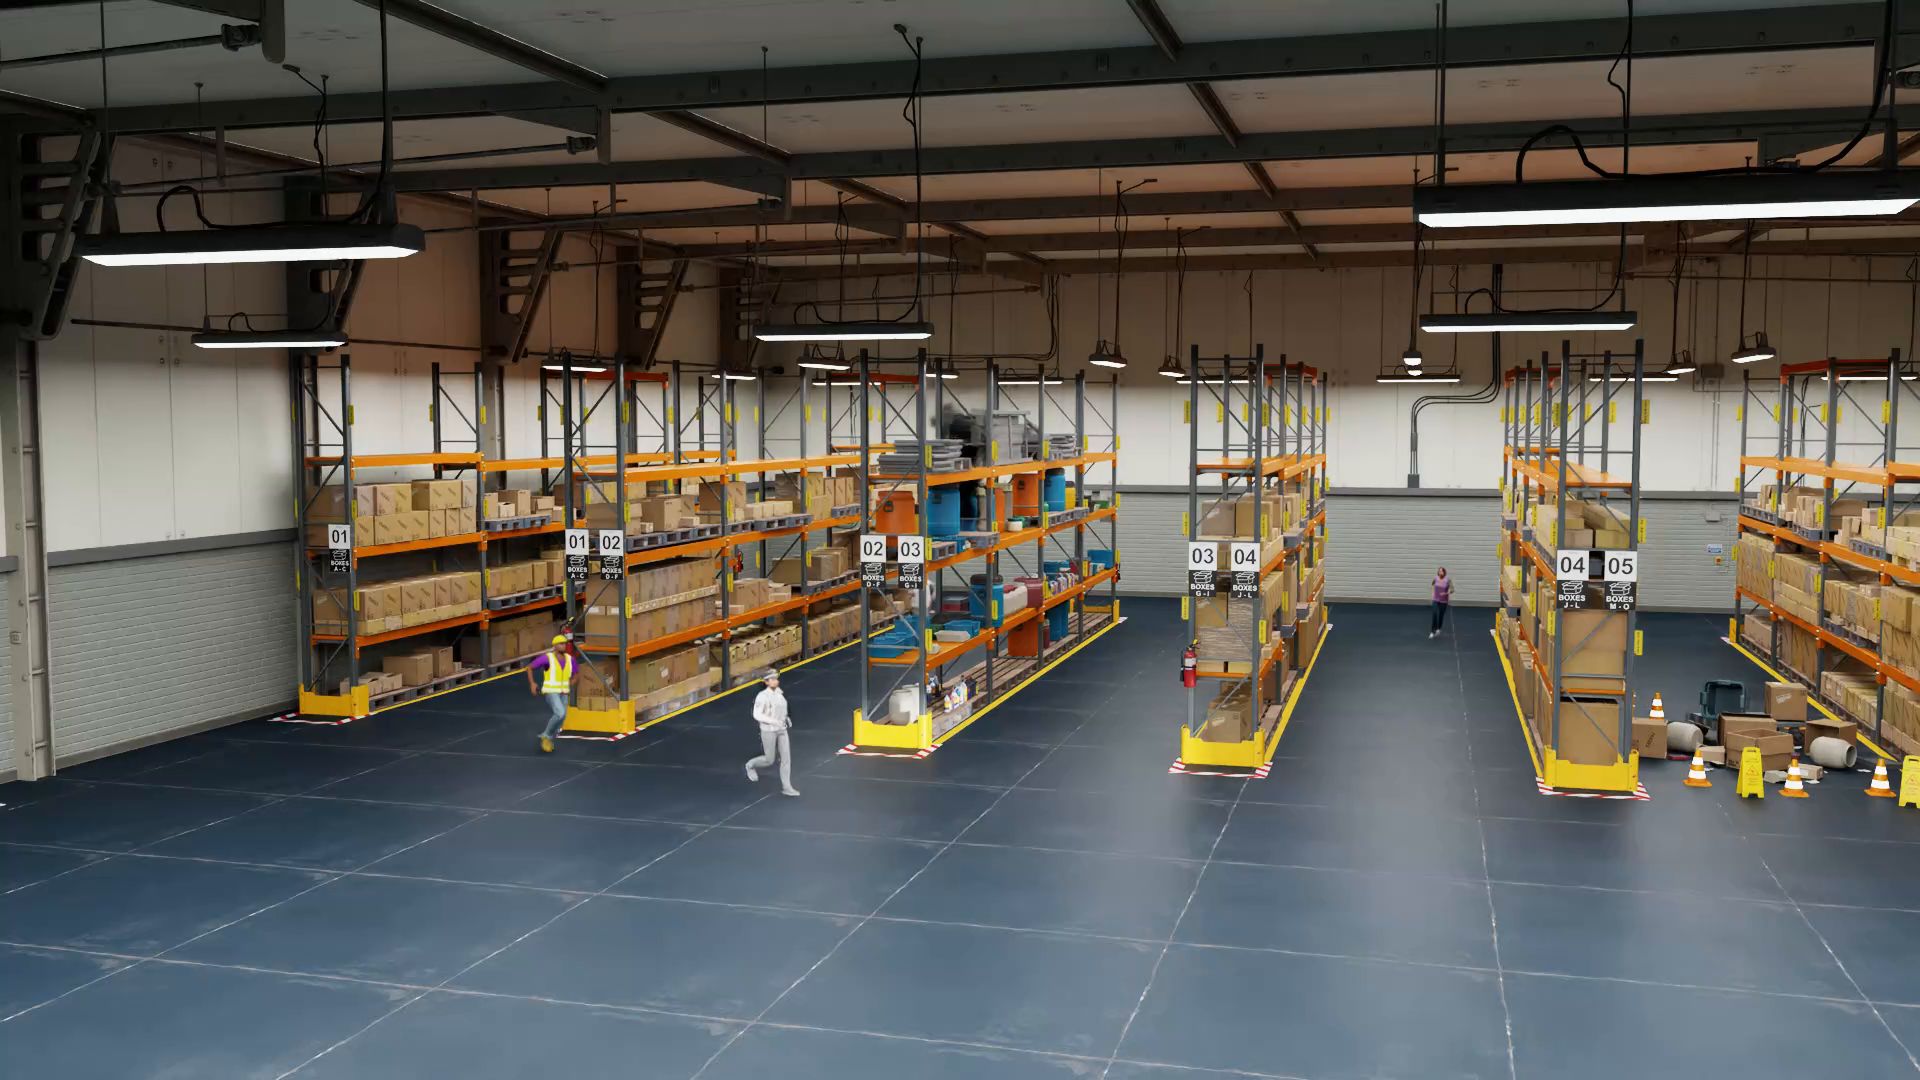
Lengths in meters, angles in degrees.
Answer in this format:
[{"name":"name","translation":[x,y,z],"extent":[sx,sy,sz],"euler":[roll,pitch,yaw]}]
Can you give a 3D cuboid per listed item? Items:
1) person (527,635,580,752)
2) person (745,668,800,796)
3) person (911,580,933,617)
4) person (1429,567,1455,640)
[{"name":"person","translation":[-5.996,2.277,24.774],"extent":[0.633,1.710,0.723],"euler":[4,6,39]},{"name":"person","translation":[-2.433,2.514,22.015],"extent":[0.938,1.661,0.485],"euler":[4,6,42]},{"name":"person","translation":[-0.816,1.453,35.695],"extent":[0.498,1.789,0.669],"euler":[1,4,8]},{"name":"person","translation":[10.845,1.421,37.369],"extent":[0.537,1.613,0.711],"euler":[2,5,24]}]
